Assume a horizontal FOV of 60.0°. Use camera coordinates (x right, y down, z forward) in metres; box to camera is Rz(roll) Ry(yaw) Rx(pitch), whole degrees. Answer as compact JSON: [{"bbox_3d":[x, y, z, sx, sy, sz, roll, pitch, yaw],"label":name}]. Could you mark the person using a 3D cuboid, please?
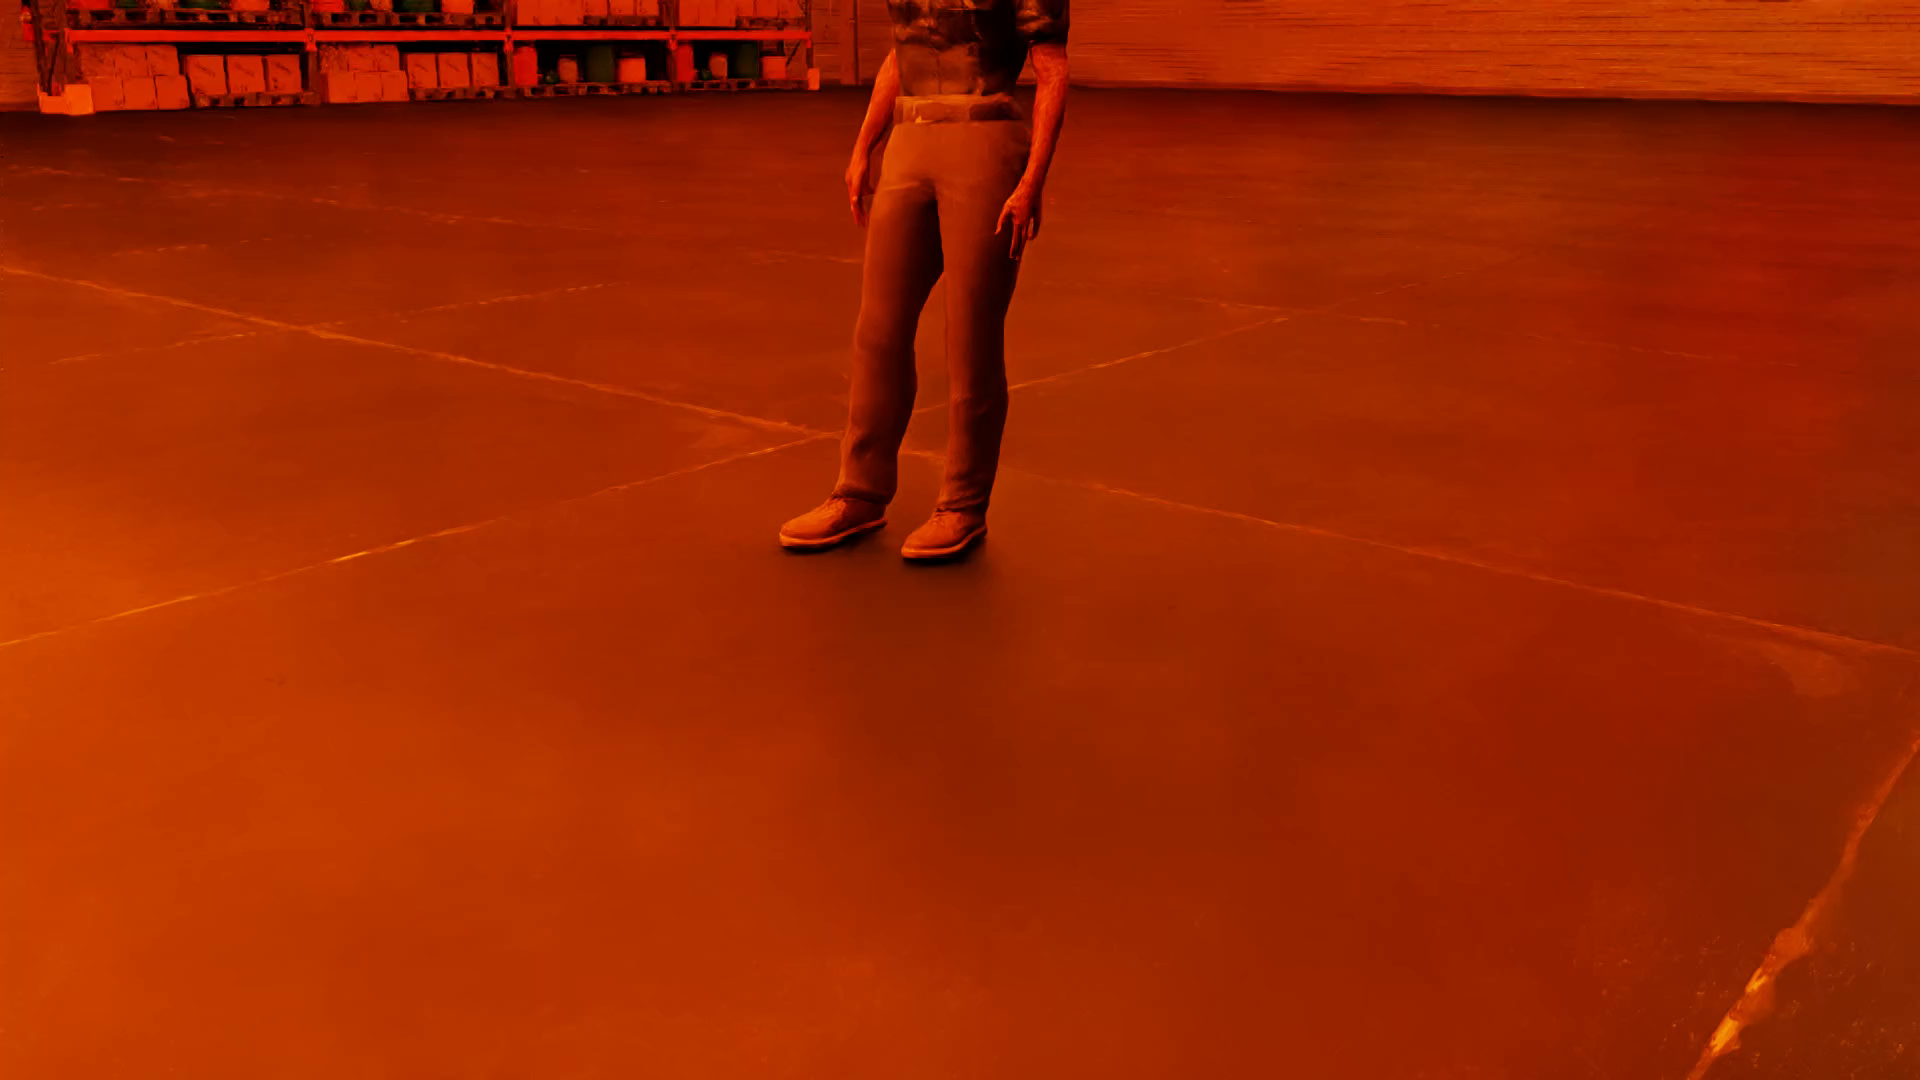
[{"bbox_3d":[-0.071,-0.782,3.647,0.570,1.654,0.503,13,21,37],"label":"person"}]
